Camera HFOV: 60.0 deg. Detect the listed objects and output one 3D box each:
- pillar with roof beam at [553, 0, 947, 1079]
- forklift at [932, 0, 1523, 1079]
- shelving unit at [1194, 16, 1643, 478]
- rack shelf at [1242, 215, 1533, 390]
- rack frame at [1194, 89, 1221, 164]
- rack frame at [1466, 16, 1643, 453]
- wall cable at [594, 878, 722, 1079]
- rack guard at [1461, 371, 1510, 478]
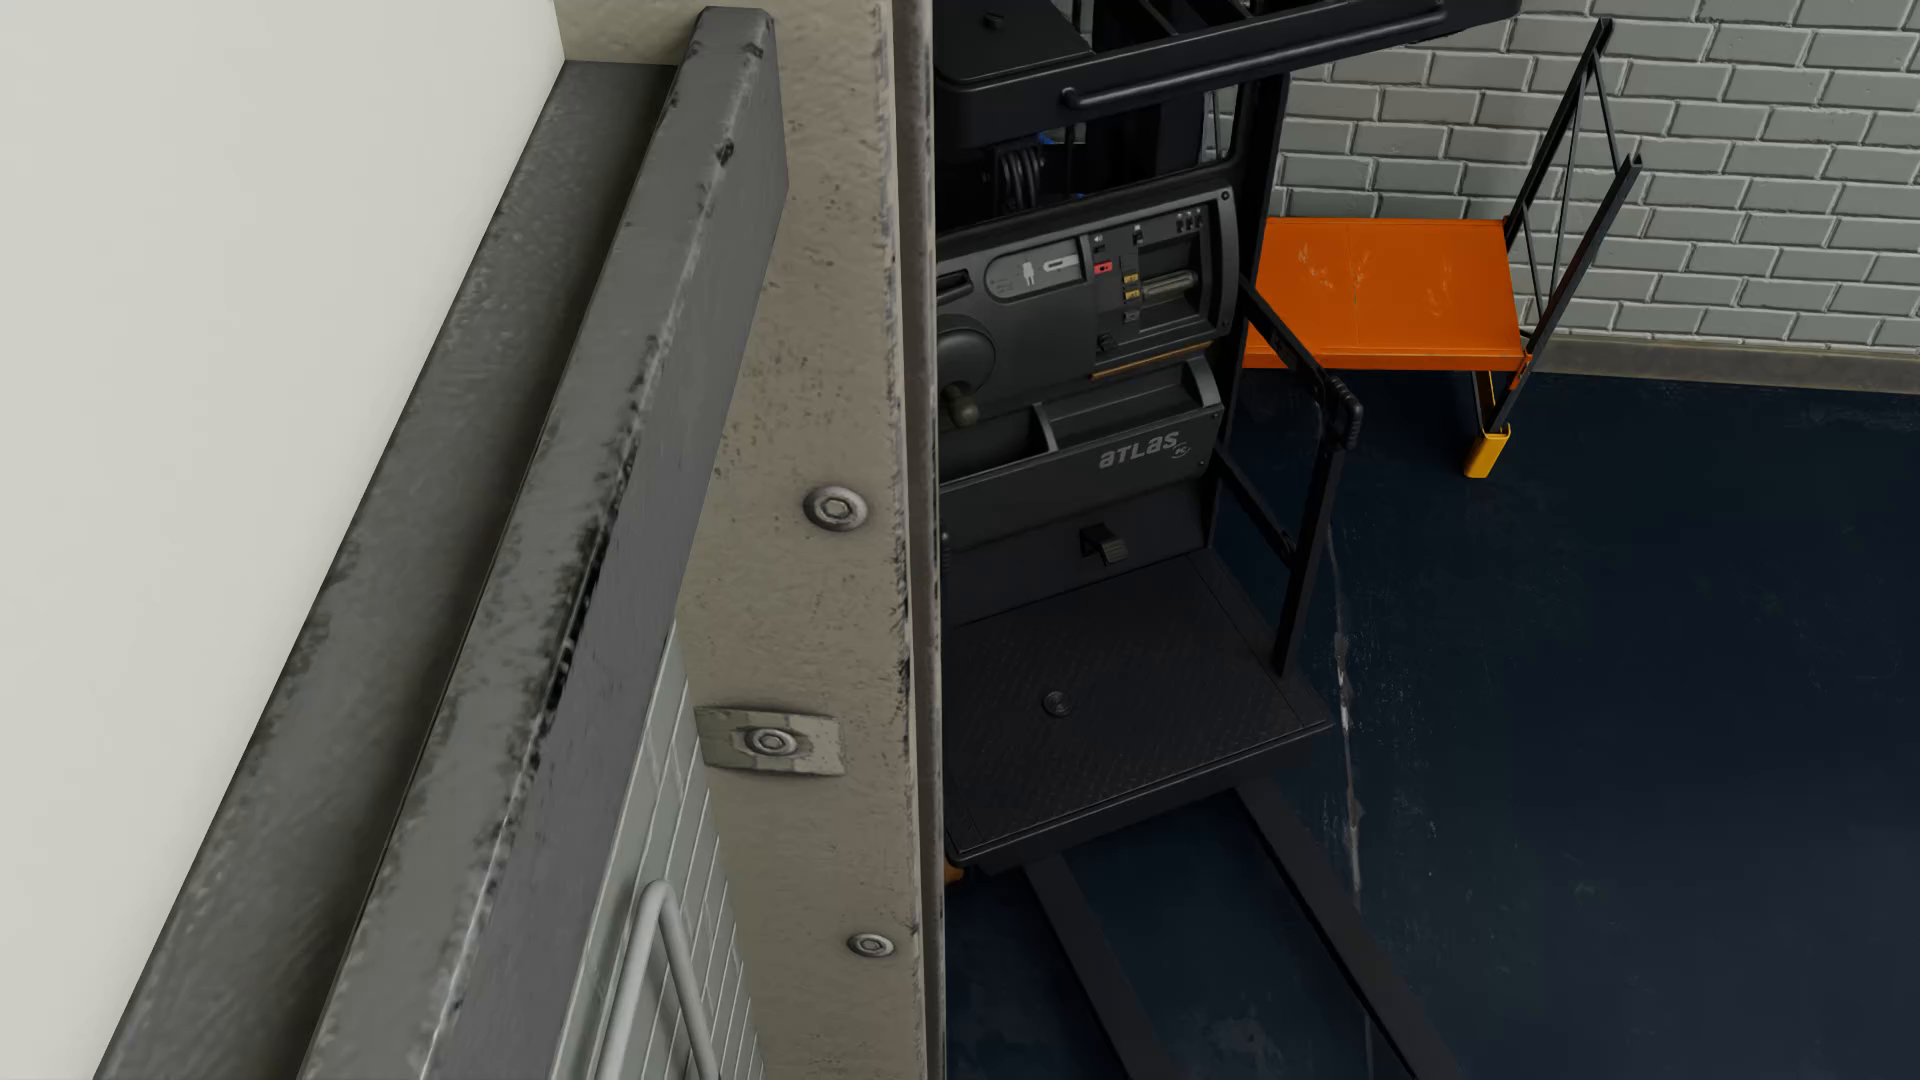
[{"bbox_3d":[4.084,-1.279,0.322,9.100,9.000,0.400,4,48,4],"label":"pillar with roof beam"},{"bbox_3d":[0.300,-0.440,3.666,1.130,2.935,3.031,-17,50,-15],"label":"forklift"},{"bbox_3d":[1.189,-0.813,4.906,1.083,1.500,0.587,1,63,1],"label":"shelving unit"},{"bbox_3d":[1.181,-0.731,5.067,1.000,0.185,0.538,1,63,1],"label":"rack shelf"},{"bbox_3d":[0.672,-0.820,4.915,0.032,1.500,0.500,1,63,1],"label":"rack frame"},{"bbox_3d":[1.688,-0.806,4.898,0.032,1.500,0.500,1,63,1],"label":"rack frame"},{"bbox_3d":[-0.413,1.151,1.476,0.084,1.984,1.851,4,48,4],"label":"wall cable"},{"bbox_3d":[1.692,-0.521,5.455,0.087,0.250,0.587,1,63,1],"label":"rack guard"}]
